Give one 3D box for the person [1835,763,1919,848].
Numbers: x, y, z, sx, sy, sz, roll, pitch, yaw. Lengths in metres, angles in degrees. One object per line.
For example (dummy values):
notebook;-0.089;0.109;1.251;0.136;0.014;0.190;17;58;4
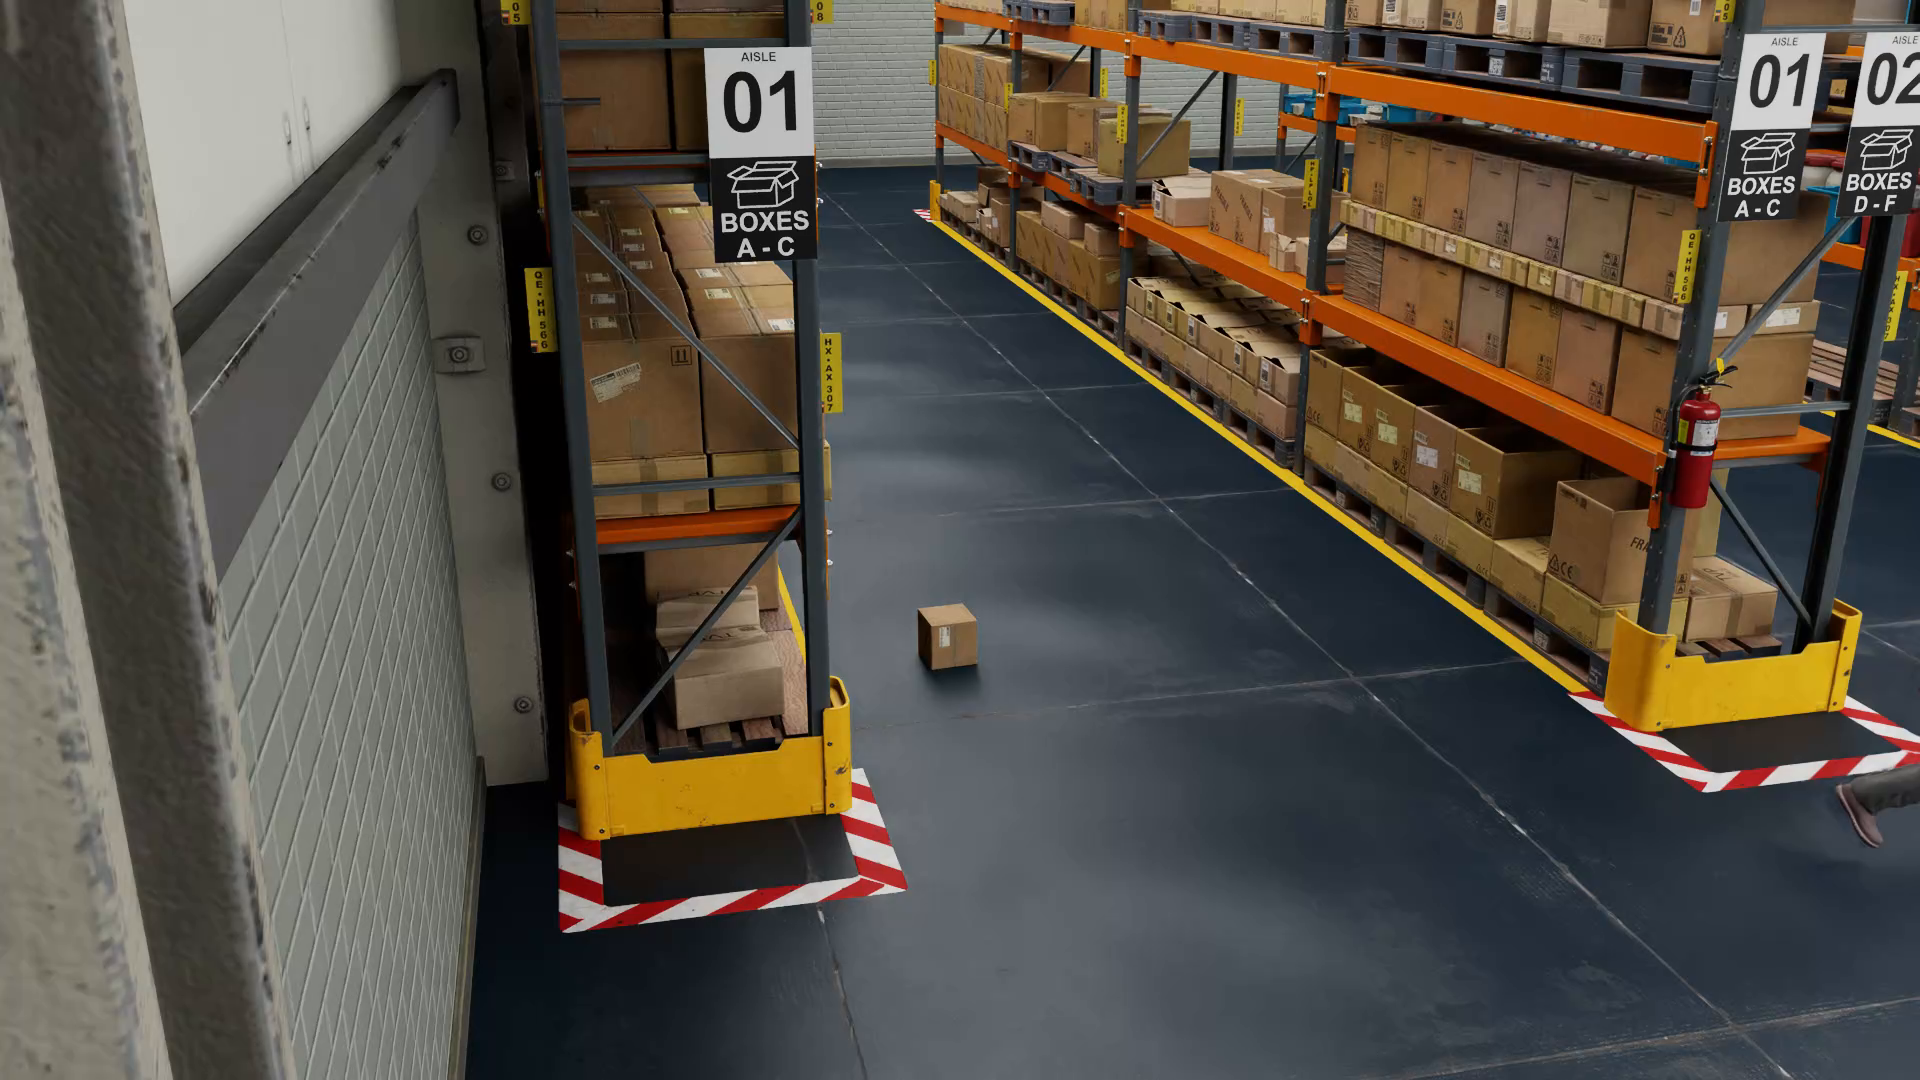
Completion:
person;3.976;0.529;6.573;0.769;1.625;0.435;8;21;21
